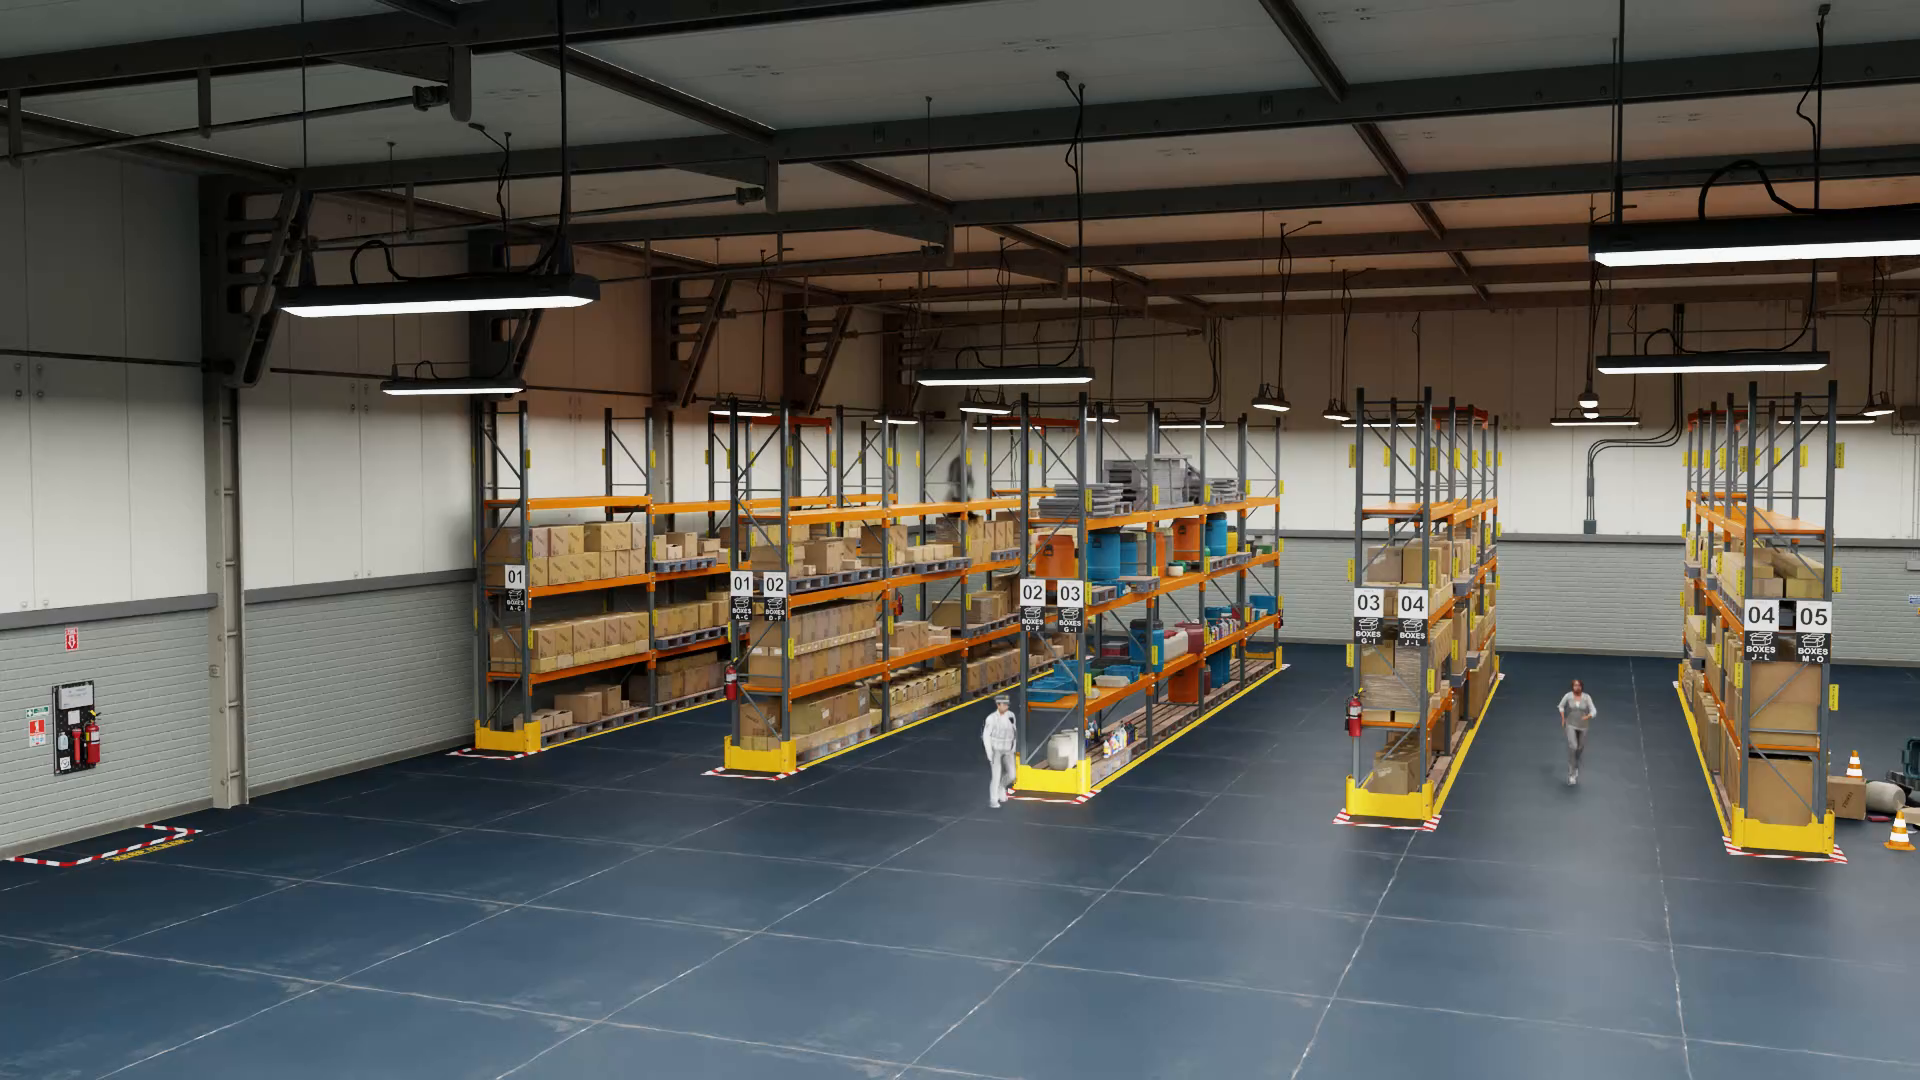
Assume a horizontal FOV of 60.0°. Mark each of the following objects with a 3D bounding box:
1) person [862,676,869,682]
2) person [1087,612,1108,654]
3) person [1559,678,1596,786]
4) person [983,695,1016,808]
[{"bbox_3d":[-2.210,2.424,35.220,0.681,1.759,0.778,1,3,21],"label":"person"},{"bbox_3d":[3.458,2.094,42.352,0.521,1.706,0.759,2,3,34],"label":"person"},{"bbox_3d":[9.553,2.948,25.740,0.525,1.641,0.720,1,3,11],"label":"person"},{"bbox_3d":[0.577,3.024,23.970,0.624,1.630,0.554,-1,3,-25],"label":"person"}]
